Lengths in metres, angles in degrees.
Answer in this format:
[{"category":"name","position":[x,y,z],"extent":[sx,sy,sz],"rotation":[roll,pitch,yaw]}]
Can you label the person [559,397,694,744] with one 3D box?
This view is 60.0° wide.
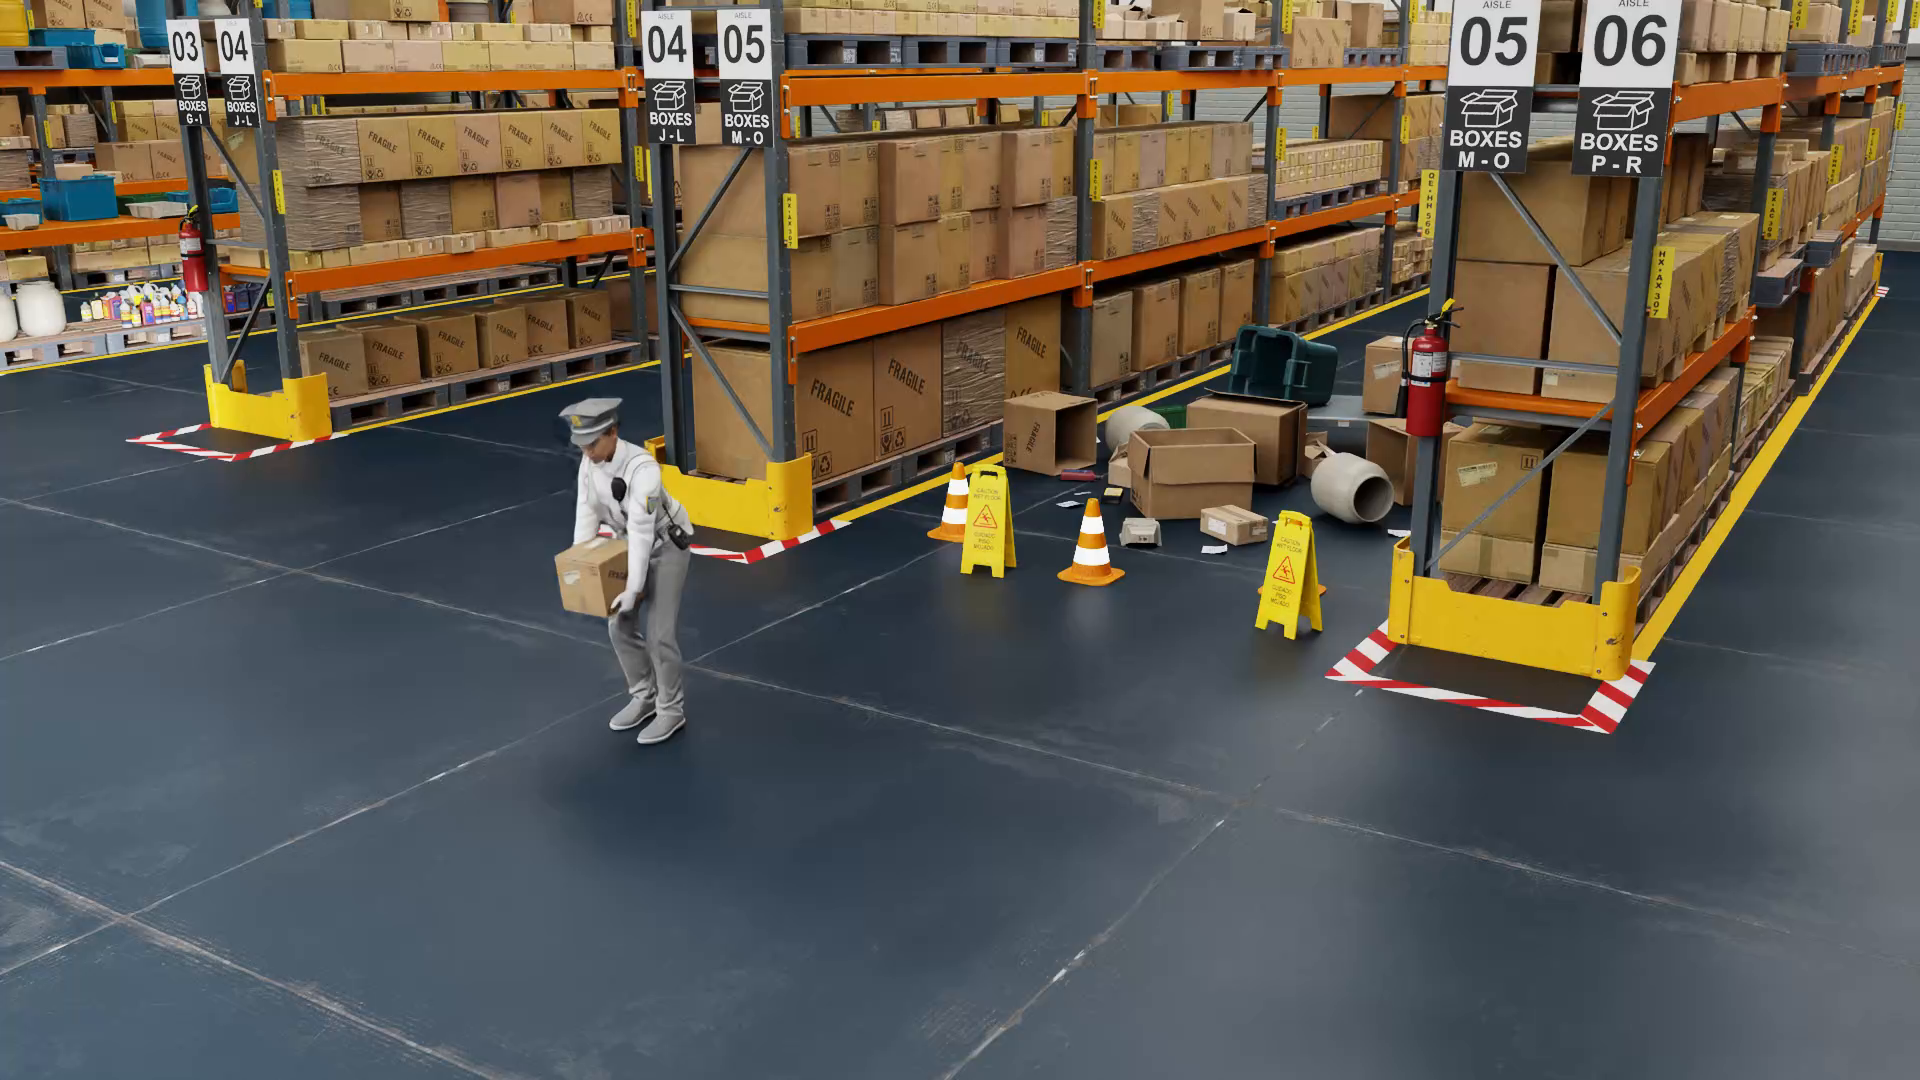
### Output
[{"category":"person","position":[-1.438,0.125,7.284],"extent":[0.407,1.572,0.623],"rotation":[9,19,29]}]
